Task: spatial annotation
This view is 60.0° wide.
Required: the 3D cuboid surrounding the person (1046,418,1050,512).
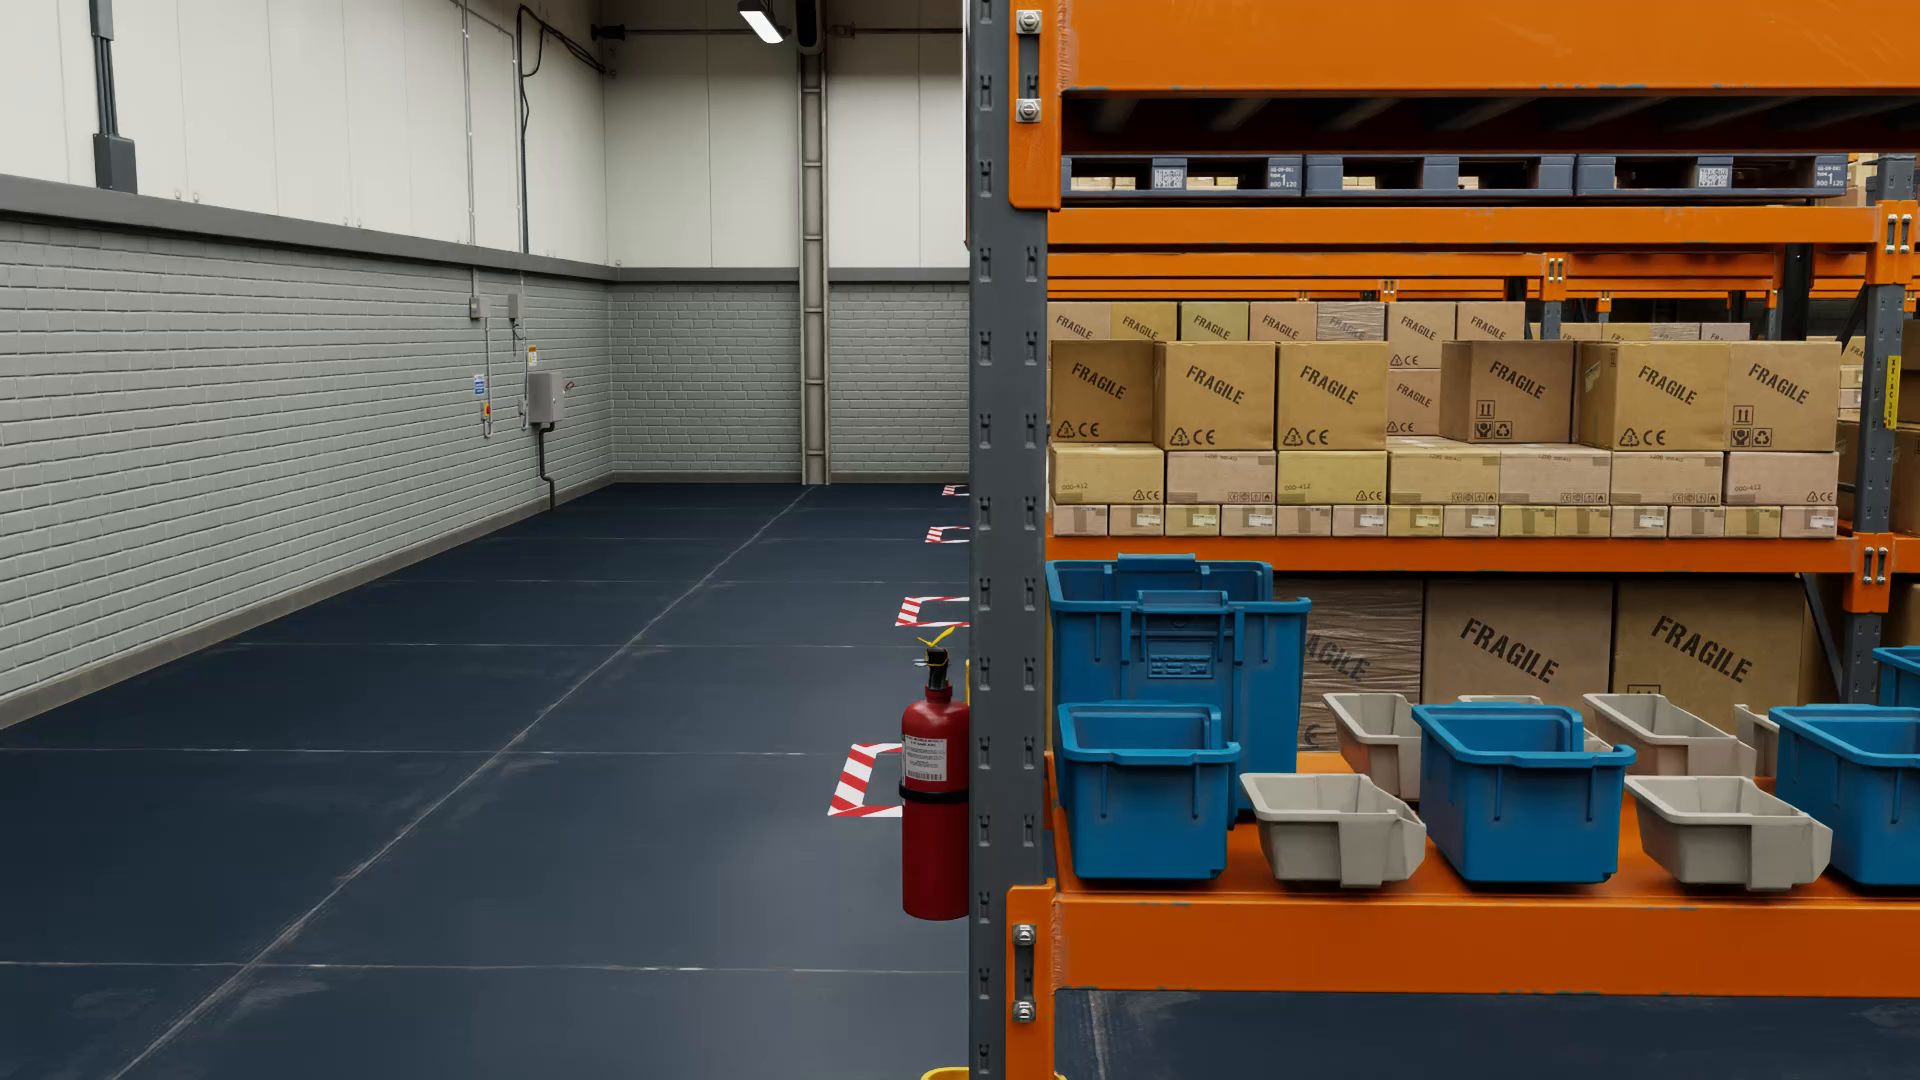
[{"bbox_3d":[0.668,-0.064,11.633,0.888,1.655,0.540,0,7,0],"label":"person"}]
